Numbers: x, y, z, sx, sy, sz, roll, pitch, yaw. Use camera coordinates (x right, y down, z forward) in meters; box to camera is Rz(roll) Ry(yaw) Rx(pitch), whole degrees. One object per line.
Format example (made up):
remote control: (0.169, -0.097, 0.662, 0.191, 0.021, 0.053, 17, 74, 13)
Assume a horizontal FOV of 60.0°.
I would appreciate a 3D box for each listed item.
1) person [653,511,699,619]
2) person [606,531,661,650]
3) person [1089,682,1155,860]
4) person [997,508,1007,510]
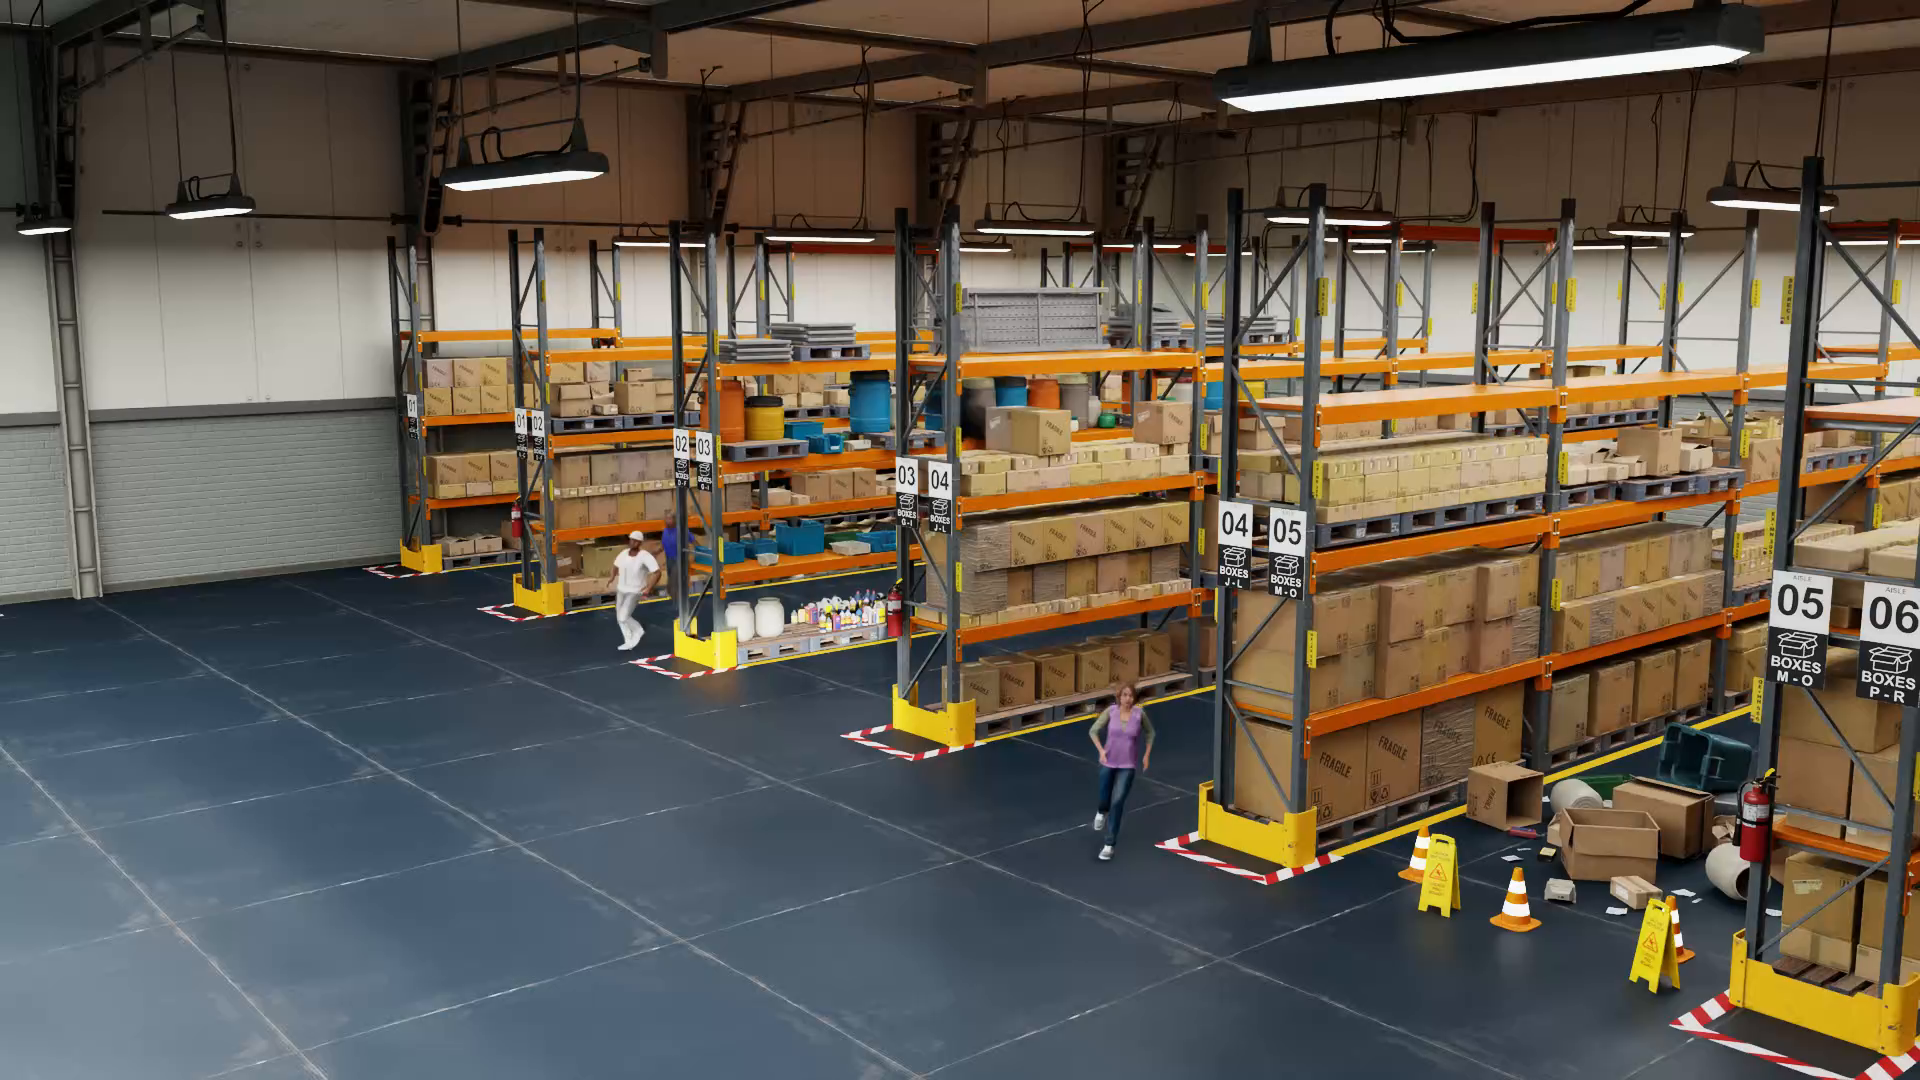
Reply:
person: (-4.130, 0.400, 24.061, 0.598, 1.630, 0.648, 7, 11, 37)
person: (-4.634, 0.722, 23.405, 0.779, 1.713, 0.503, 5, 10, 29)
person: (1.486, 2.063, 15.252, 0.609, 1.563, 0.843, 0, 9, 3)
person: (0.692, -0.411, 29.198, 0.659, 1.688, 0.565, 8, 12, 41)
